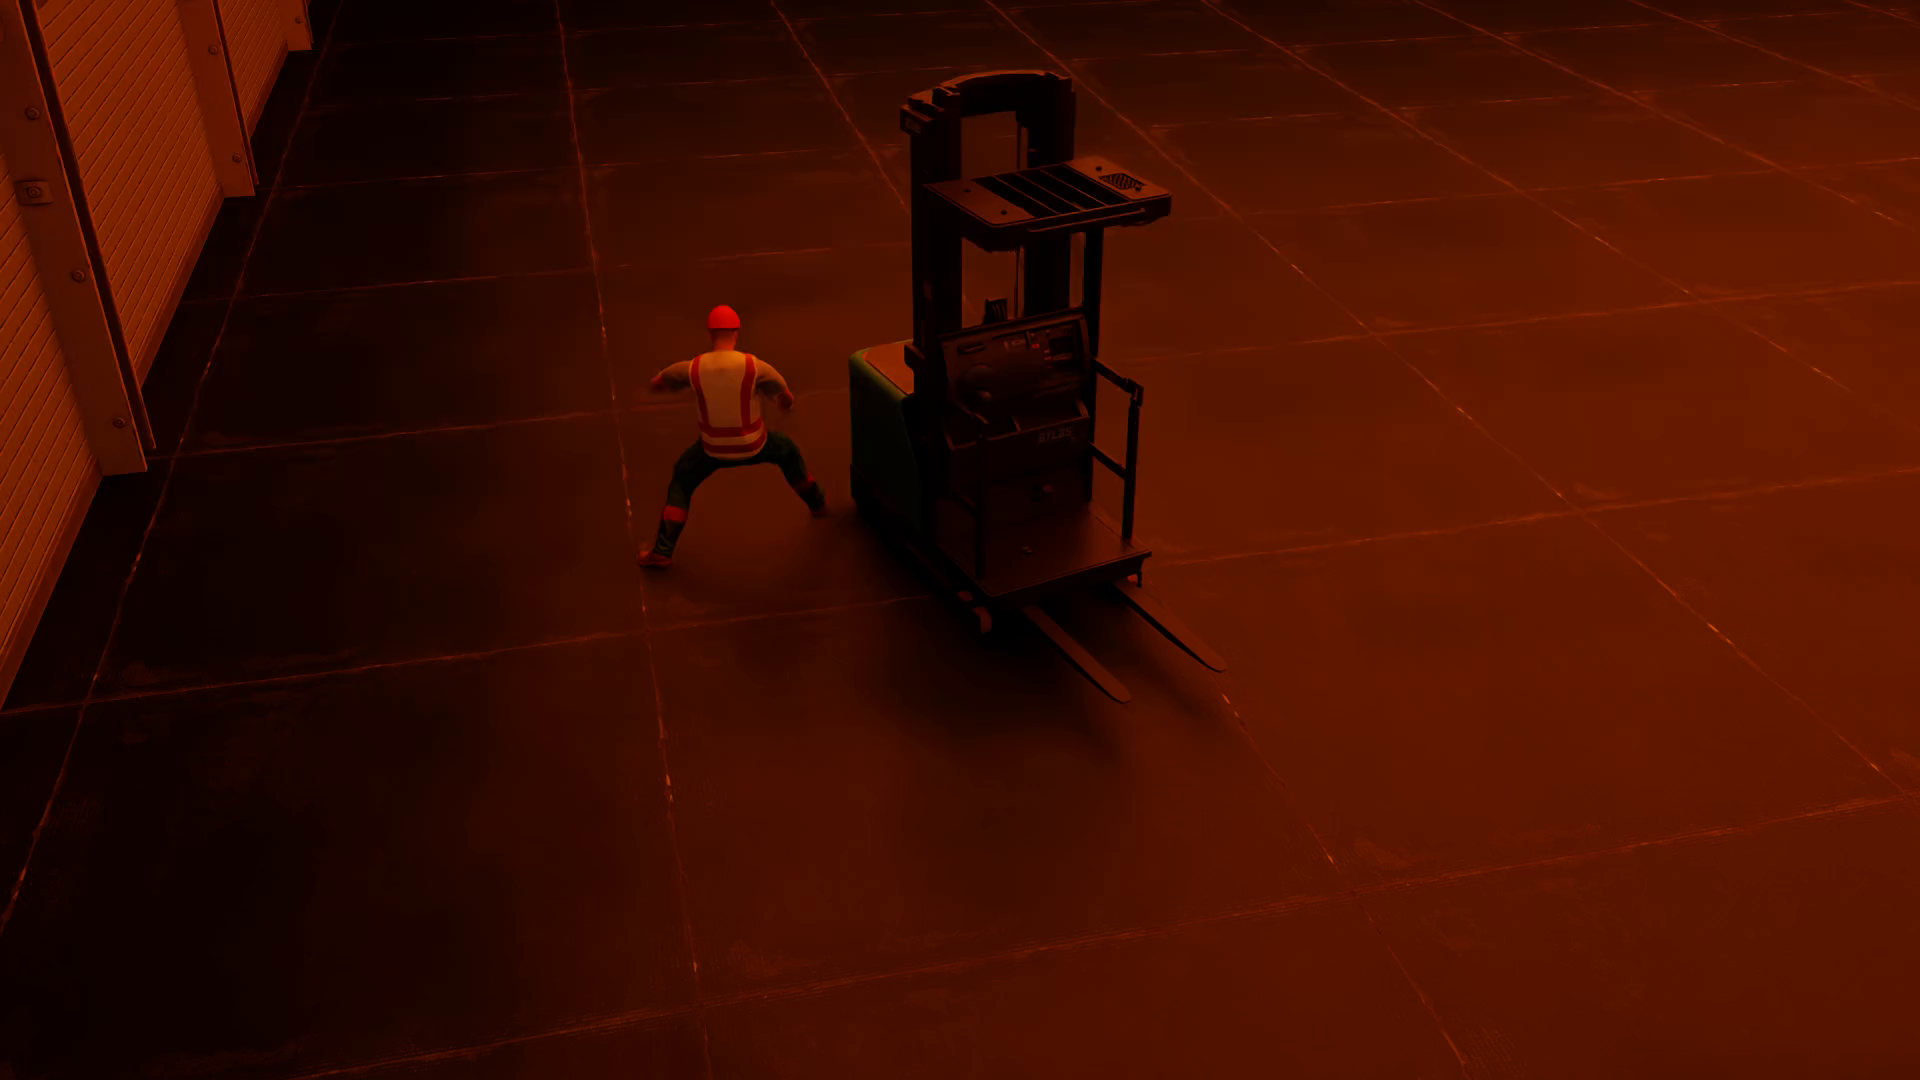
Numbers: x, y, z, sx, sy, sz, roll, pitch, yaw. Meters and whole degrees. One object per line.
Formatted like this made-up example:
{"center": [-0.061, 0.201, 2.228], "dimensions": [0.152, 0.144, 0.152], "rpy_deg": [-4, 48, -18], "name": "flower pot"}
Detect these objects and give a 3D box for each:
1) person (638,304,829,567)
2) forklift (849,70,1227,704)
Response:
{"center": [-1.425, -0.717, 10.168], "dimensions": [1.129, 1.586, 1.018], "rpy_deg": [0, 30, 0], "name": "person"}
{"center": [0.424, -0.980, 9.267], "dimensions": [1.130, 2.935, 3.031], "rpy_deg": [-15, 33, -24], "name": "forklift"}
